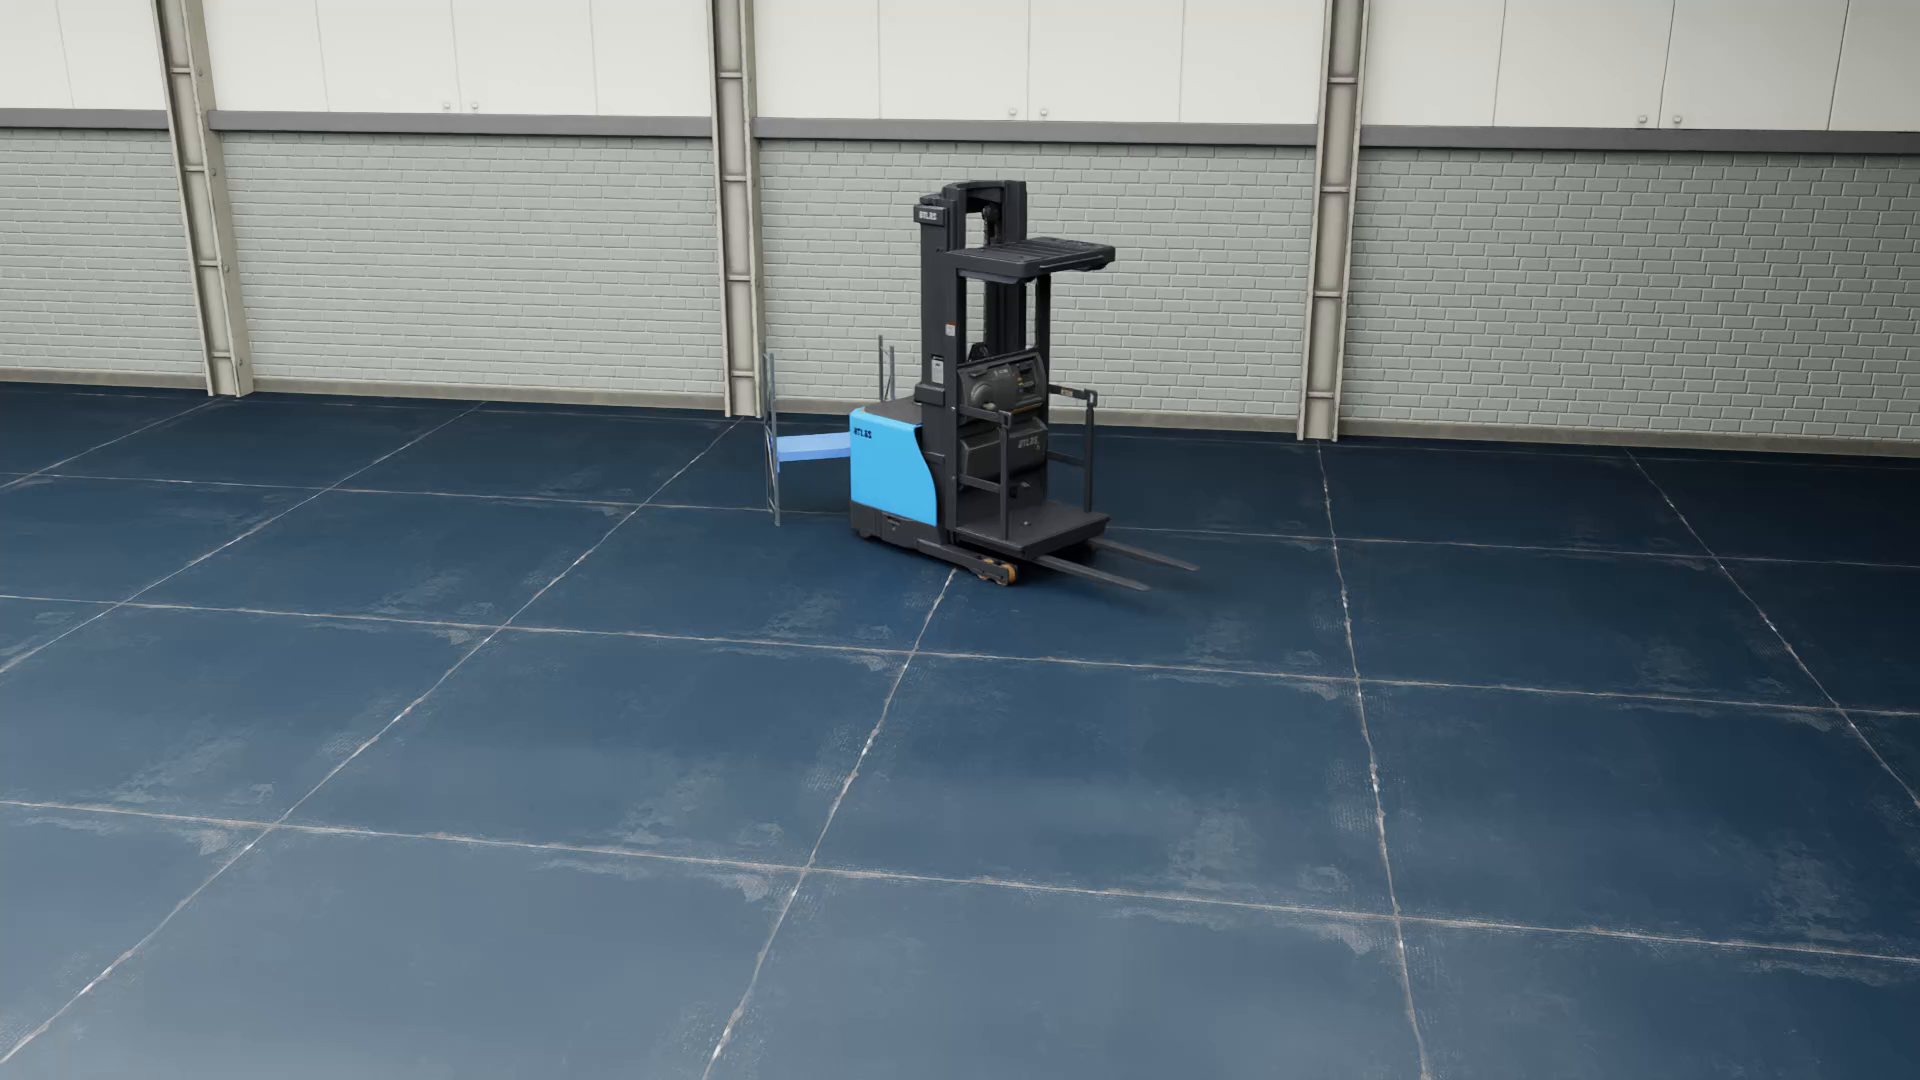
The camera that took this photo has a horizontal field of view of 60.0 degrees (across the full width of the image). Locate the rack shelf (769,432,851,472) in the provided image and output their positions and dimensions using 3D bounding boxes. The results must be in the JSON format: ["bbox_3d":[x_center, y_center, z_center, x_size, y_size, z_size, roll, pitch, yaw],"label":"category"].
[{"bbox_3d":[-1.120,-0.775,14.322,1.000,0.185,0.538,-5,19,-14],"label":"rack shelf"}]

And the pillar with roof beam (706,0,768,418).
[{"bbox_3d":[-2.969,-4.274,12.394,0.400,9.000,9.100,3,19,9],"label":"pillar with roof beam"}]

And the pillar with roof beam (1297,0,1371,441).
[{"bbox_3d":[2.955,-3.972,11.492,0.400,9.000,9.100,3,19,9],"label":"pillar with roof beam"}]

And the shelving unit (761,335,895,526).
[{"bbox_3d":[-1.120,-0.945,14.265,1.048,1.500,0.538,-5,19,-14],"label":"shelving unit"}]

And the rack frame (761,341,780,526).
[{"bbox_3d":[-1.612,-0.904,14.141,0.032,1.500,0.500,-5,19,-14],"label":"rack frame"}]

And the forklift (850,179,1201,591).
[{"bbox_3d":[0.489,-1.223,12.839,3.031,2.935,1.130,17,25,41],"label":"forklift"}]

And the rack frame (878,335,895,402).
[{"bbox_3d":[-0.629,-0.987,14.388,0.032,1.500,0.500,-5,19,-14],"label":"rack frame"}]

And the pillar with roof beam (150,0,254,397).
[{"bbox_3d":[-8.893,-4.576,13.297,0.400,9.000,9.100,3,19,9],"label":"pillar with roof beam"}]
